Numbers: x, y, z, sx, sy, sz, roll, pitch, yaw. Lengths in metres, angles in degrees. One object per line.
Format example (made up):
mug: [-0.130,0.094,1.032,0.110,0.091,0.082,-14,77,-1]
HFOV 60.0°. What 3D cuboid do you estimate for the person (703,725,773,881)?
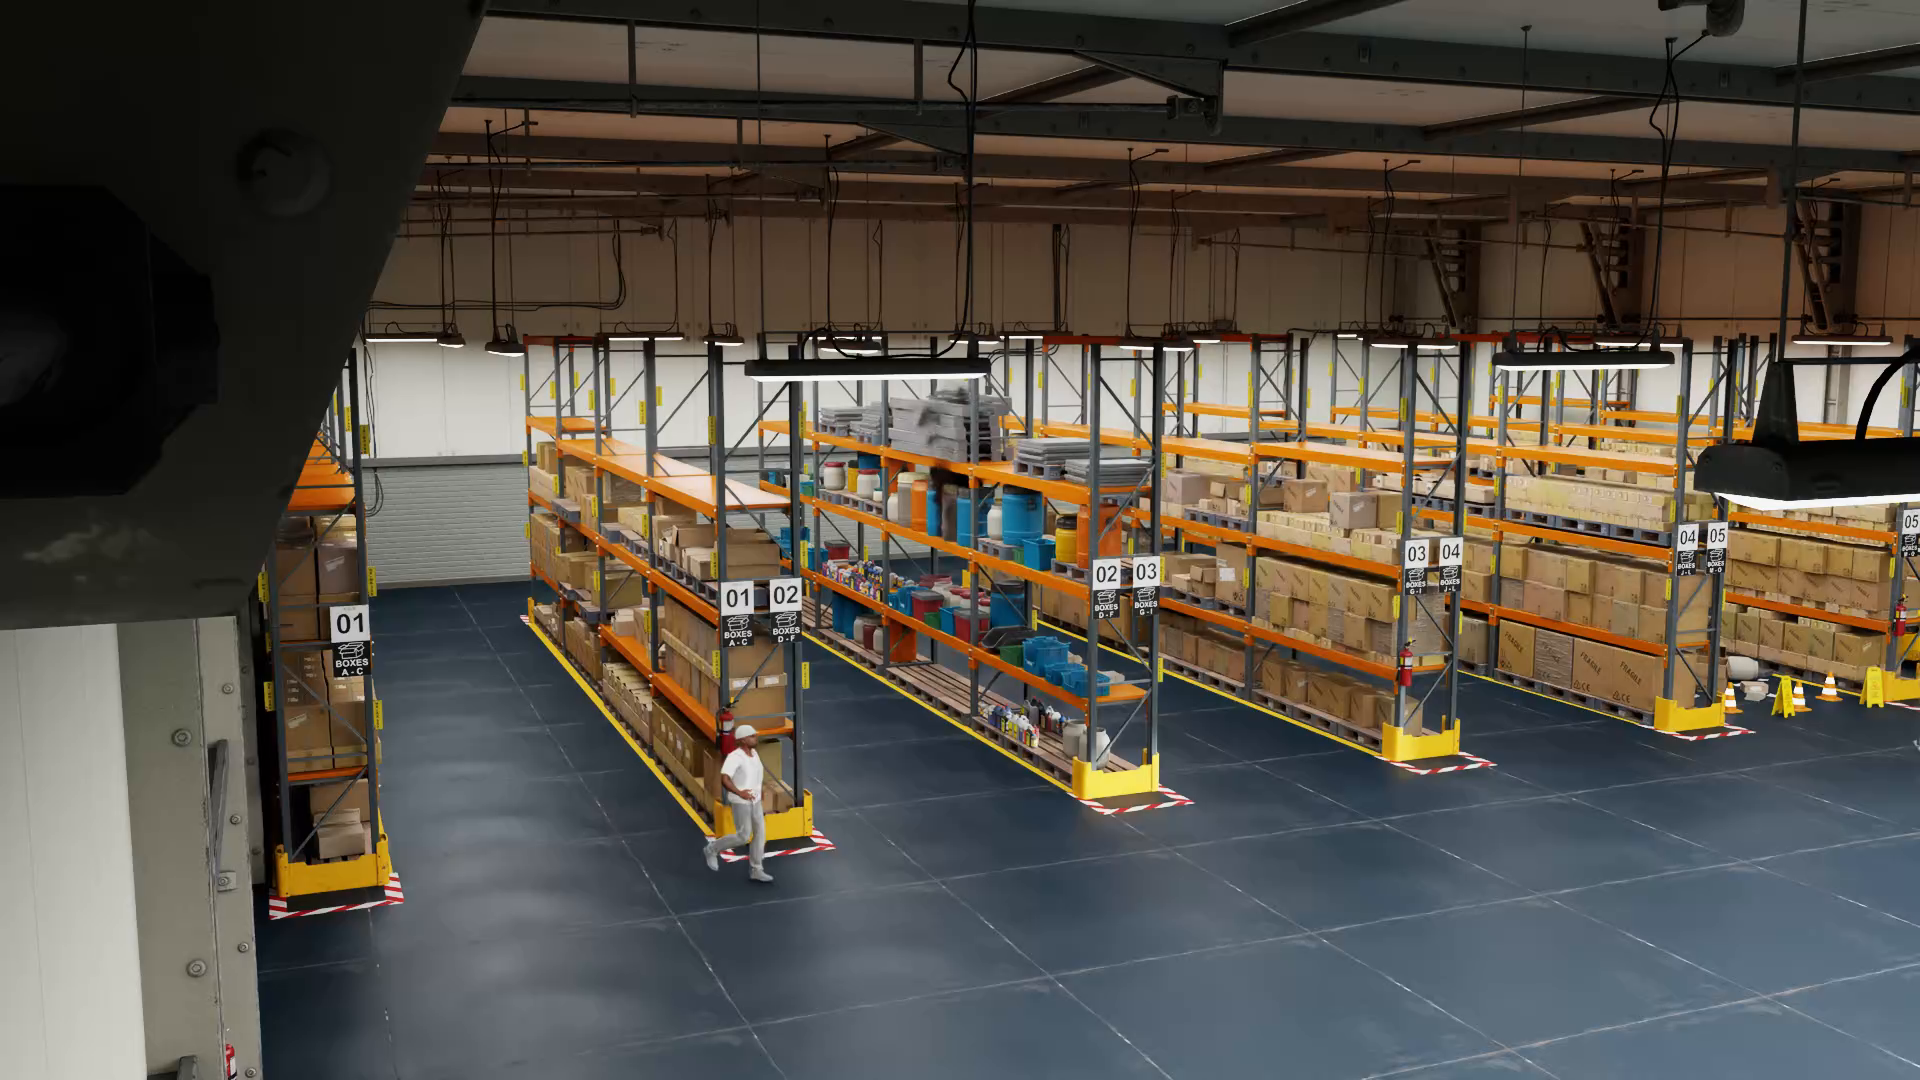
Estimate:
person: [-2.438,2.966,18.967,0.871,1.720,0.764,3,8,21]
